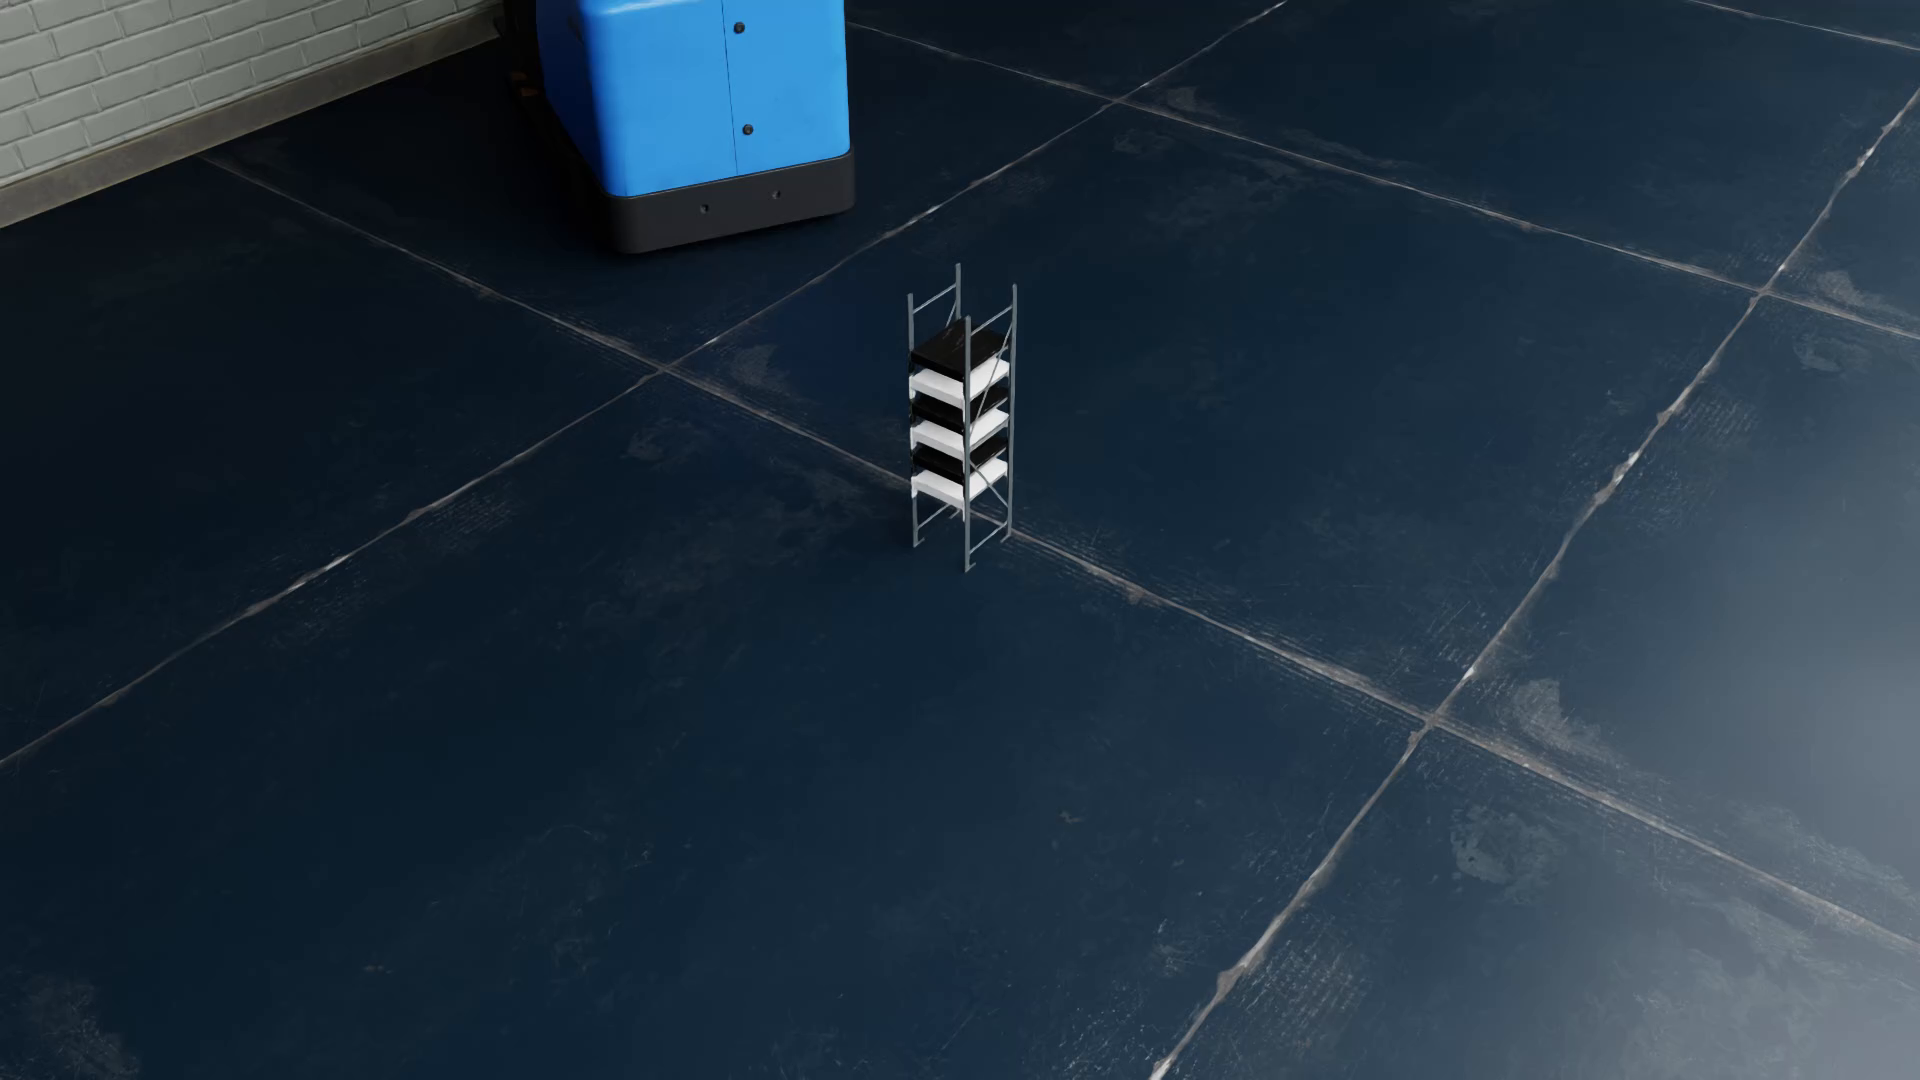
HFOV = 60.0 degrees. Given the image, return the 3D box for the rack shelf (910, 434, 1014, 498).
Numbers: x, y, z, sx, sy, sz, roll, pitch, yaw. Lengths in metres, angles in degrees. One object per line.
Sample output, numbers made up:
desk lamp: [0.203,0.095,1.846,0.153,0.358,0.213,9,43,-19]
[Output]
rack shelf: [0.006,-0.254,5.045,0.200,0.077,0.258,25,45,29]

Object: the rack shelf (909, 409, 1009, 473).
rack shelf: [0.006,-0.325,4.989,0.200,0.077,0.258,25,45,29]

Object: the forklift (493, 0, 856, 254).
forklift: [-1.503,-3.191,6.949,1.130,2.935,3.031,-16,41,-19]

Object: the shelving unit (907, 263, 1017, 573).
shelving unit: [0.006,-0.351,4.969,0.210,0.900,0.258,25,45,29]

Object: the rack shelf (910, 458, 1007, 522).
rack shelf: [0.006,-0.183,5.100,0.200,0.077,0.258,25,45,29]

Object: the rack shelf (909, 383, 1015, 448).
rack shelf: [0.006,-0.396,4.934,0.200,0.077,0.258,25,45,29]

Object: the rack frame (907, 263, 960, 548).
rack frame: [-0.074,-0.389,5.017,0.006,0.900,0.240,25,45,29]

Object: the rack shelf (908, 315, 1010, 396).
rack shelf: [0.006,-0.538,4.823,0.200,0.077,0.258,25,45,29]

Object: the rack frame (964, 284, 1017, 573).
rack frame: [0.087,-0.313,4.920,0.006,0.900,0.240,25,45,29]

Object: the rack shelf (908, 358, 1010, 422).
rack shelf: [0.006,-0.467,4.878,0.200,0.077,0.258,25,45,29]
